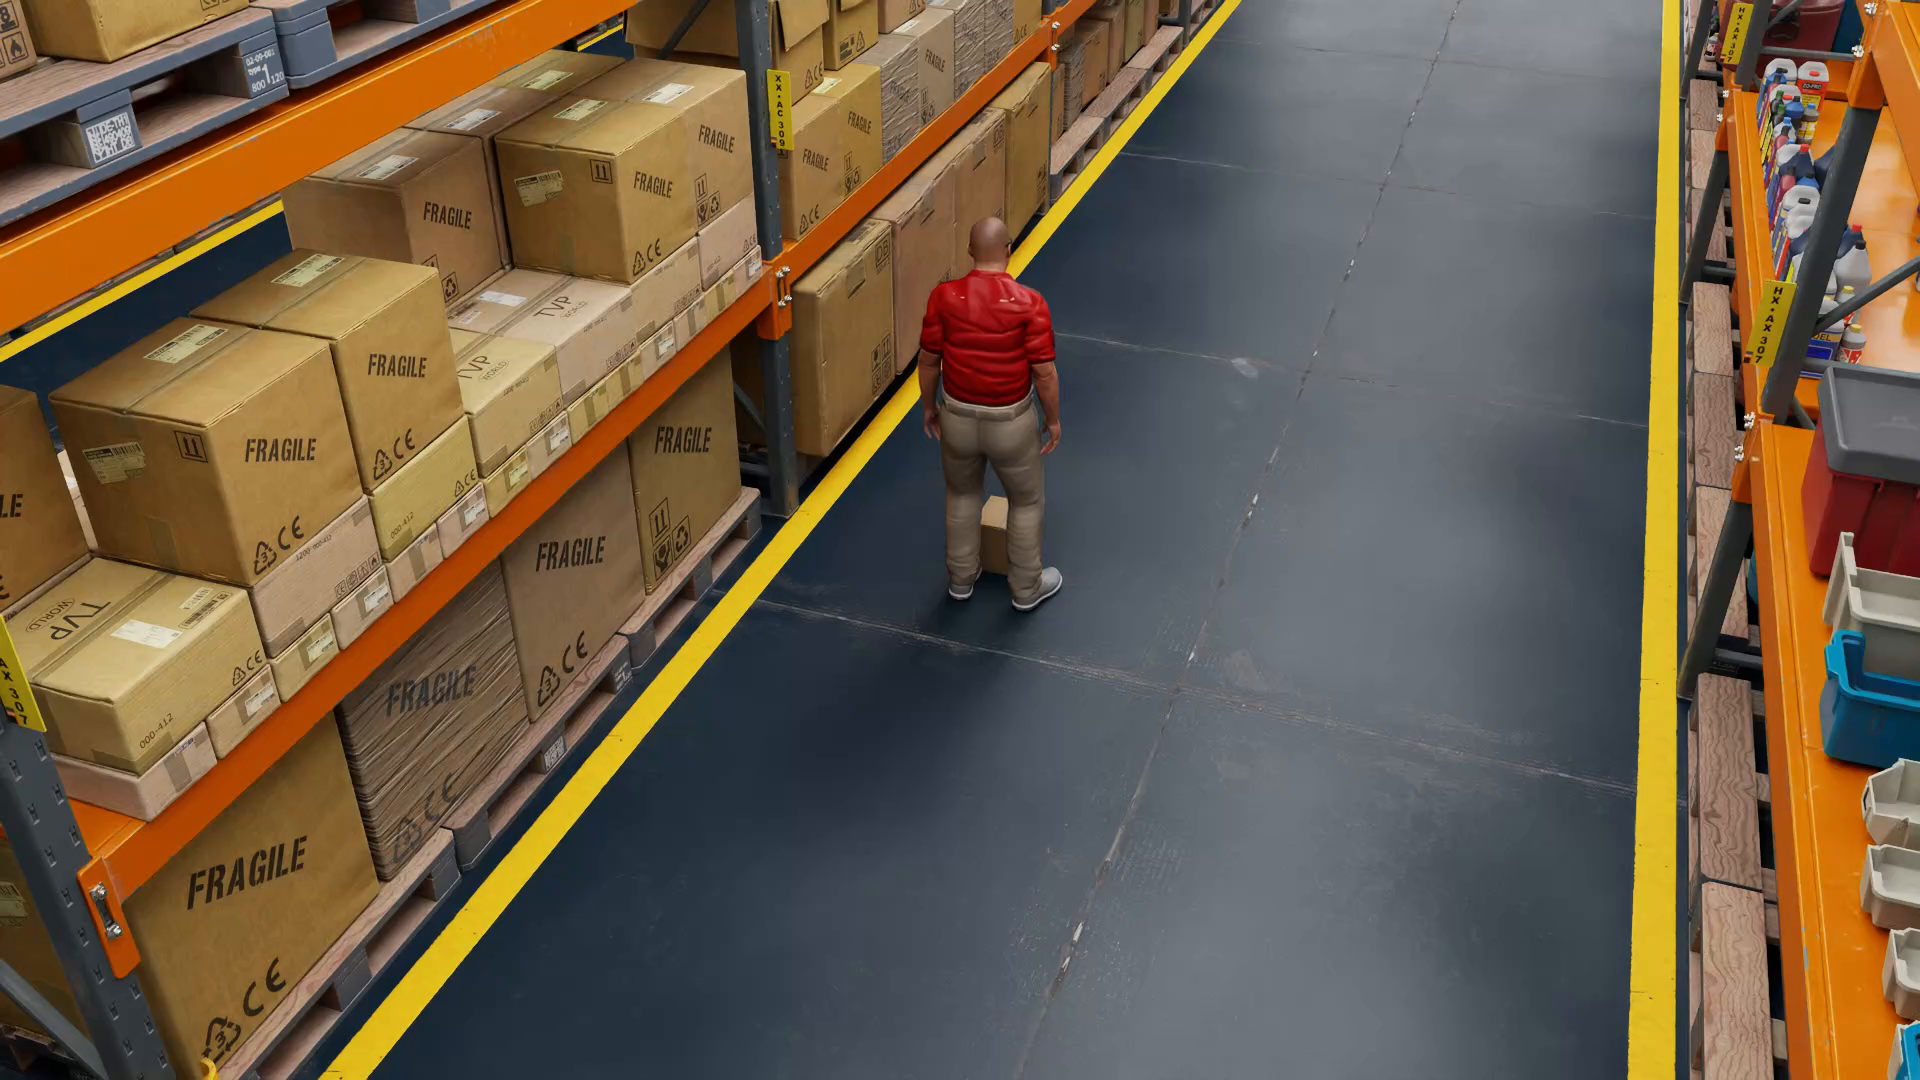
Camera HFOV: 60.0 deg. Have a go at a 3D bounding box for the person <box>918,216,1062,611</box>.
[{"bbox_3d":[0.130,-0.503,6.925,0.606,1.727,0.389,9,34,14],"label":"person"}]
